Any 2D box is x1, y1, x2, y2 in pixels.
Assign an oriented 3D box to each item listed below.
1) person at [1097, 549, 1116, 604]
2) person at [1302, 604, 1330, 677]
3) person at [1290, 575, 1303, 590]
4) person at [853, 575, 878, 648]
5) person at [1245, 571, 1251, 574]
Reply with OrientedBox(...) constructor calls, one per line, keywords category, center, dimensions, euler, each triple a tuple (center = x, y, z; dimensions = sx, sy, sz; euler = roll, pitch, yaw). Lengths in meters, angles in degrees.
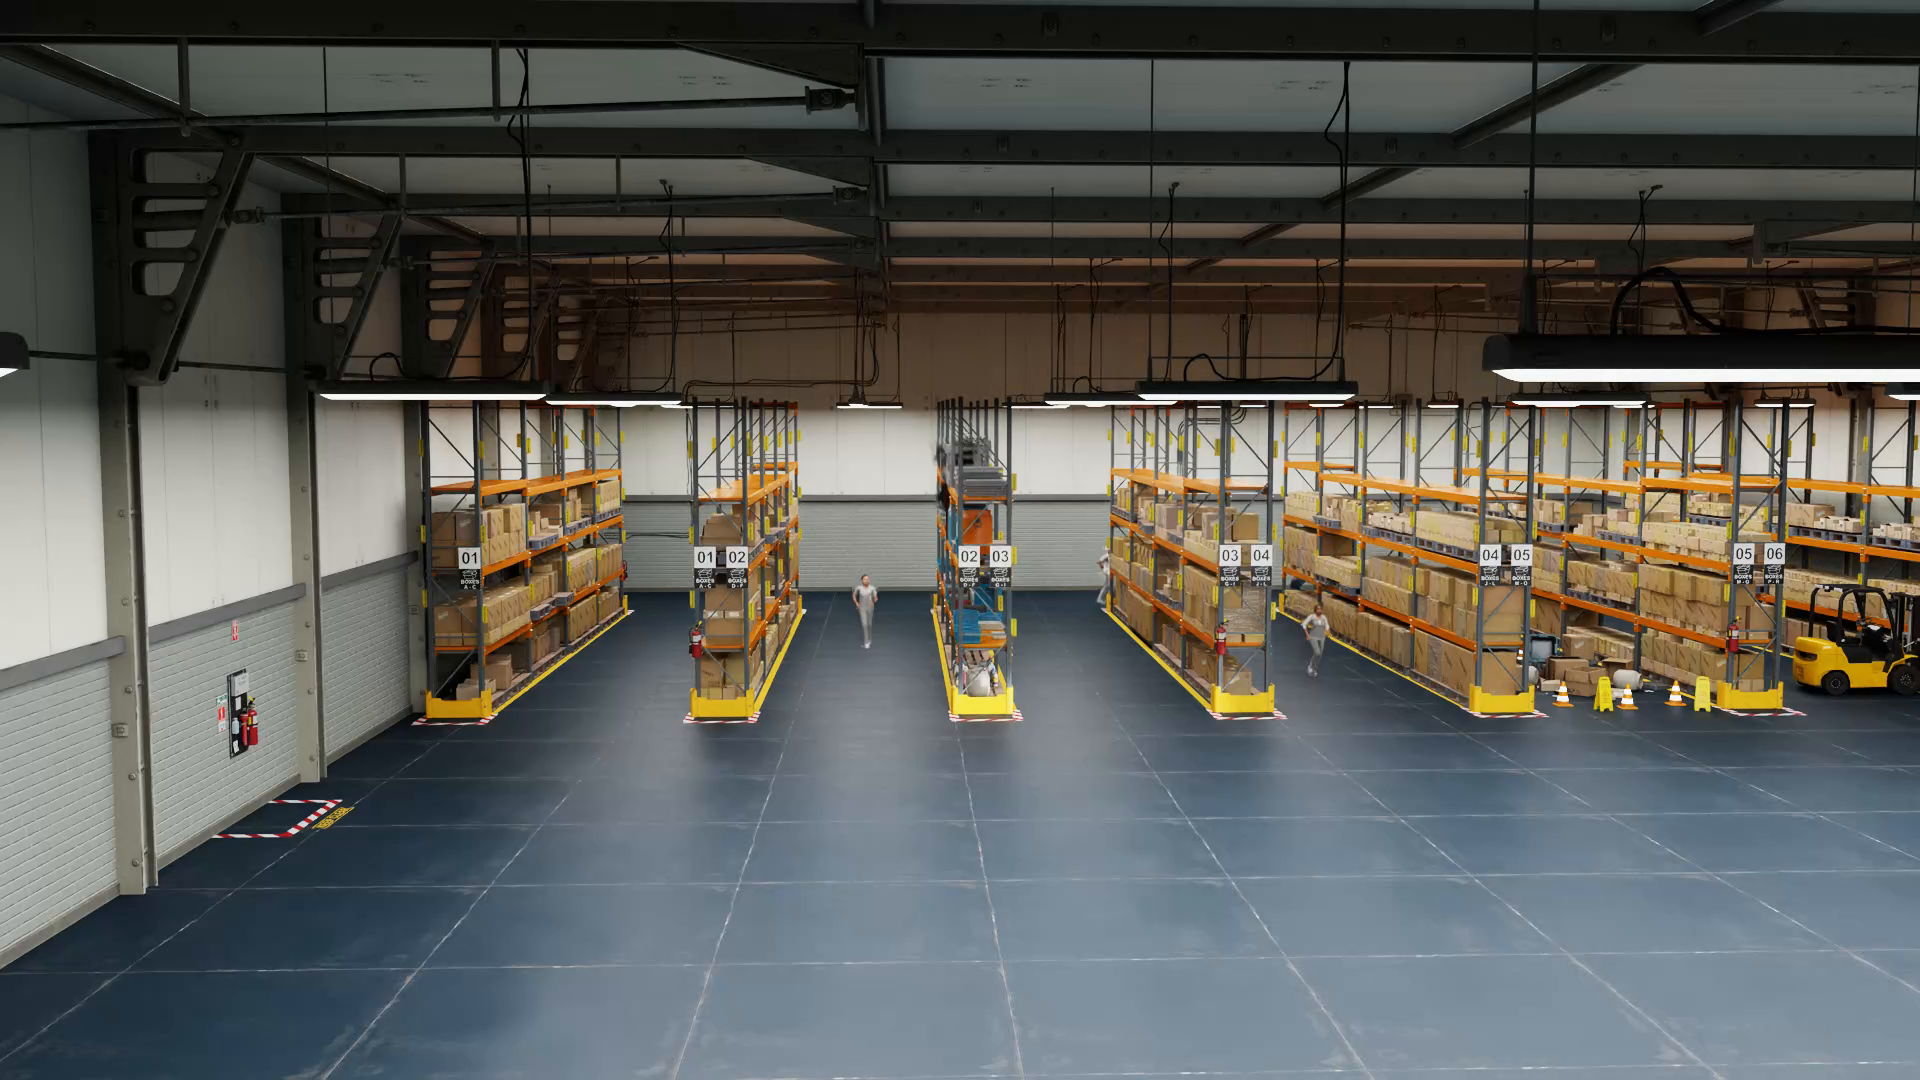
OrientedBox(category="person", center=(4.425, 1.061, 49.089), dimensions=(0.765, 1.845, 0.644), euler=(1, 5, 15))
OrientedBox(category="person", center=(7.709, 2.170, 35.827), dimensions=(0.538, 1.550, 0.630), euler=(-1, 5, -14))
OrientedBox(category="person", center=(9.967, 1.167, 49.095), dimensions=(0.549, 1.562, 0.551), euler=(-2, 5, -28))
OrientedBox(category="person", center=(-2.190, 1.633, 38.542), dimensions=(0.574, 1.675, 0.700), euler=(-1, 4, -9))
OrientedBox(category="person", center=(7.996, 1.289, 46.358), dimensions=(0.752, 1.720, 0.572), euler=(1, 4, 10))
